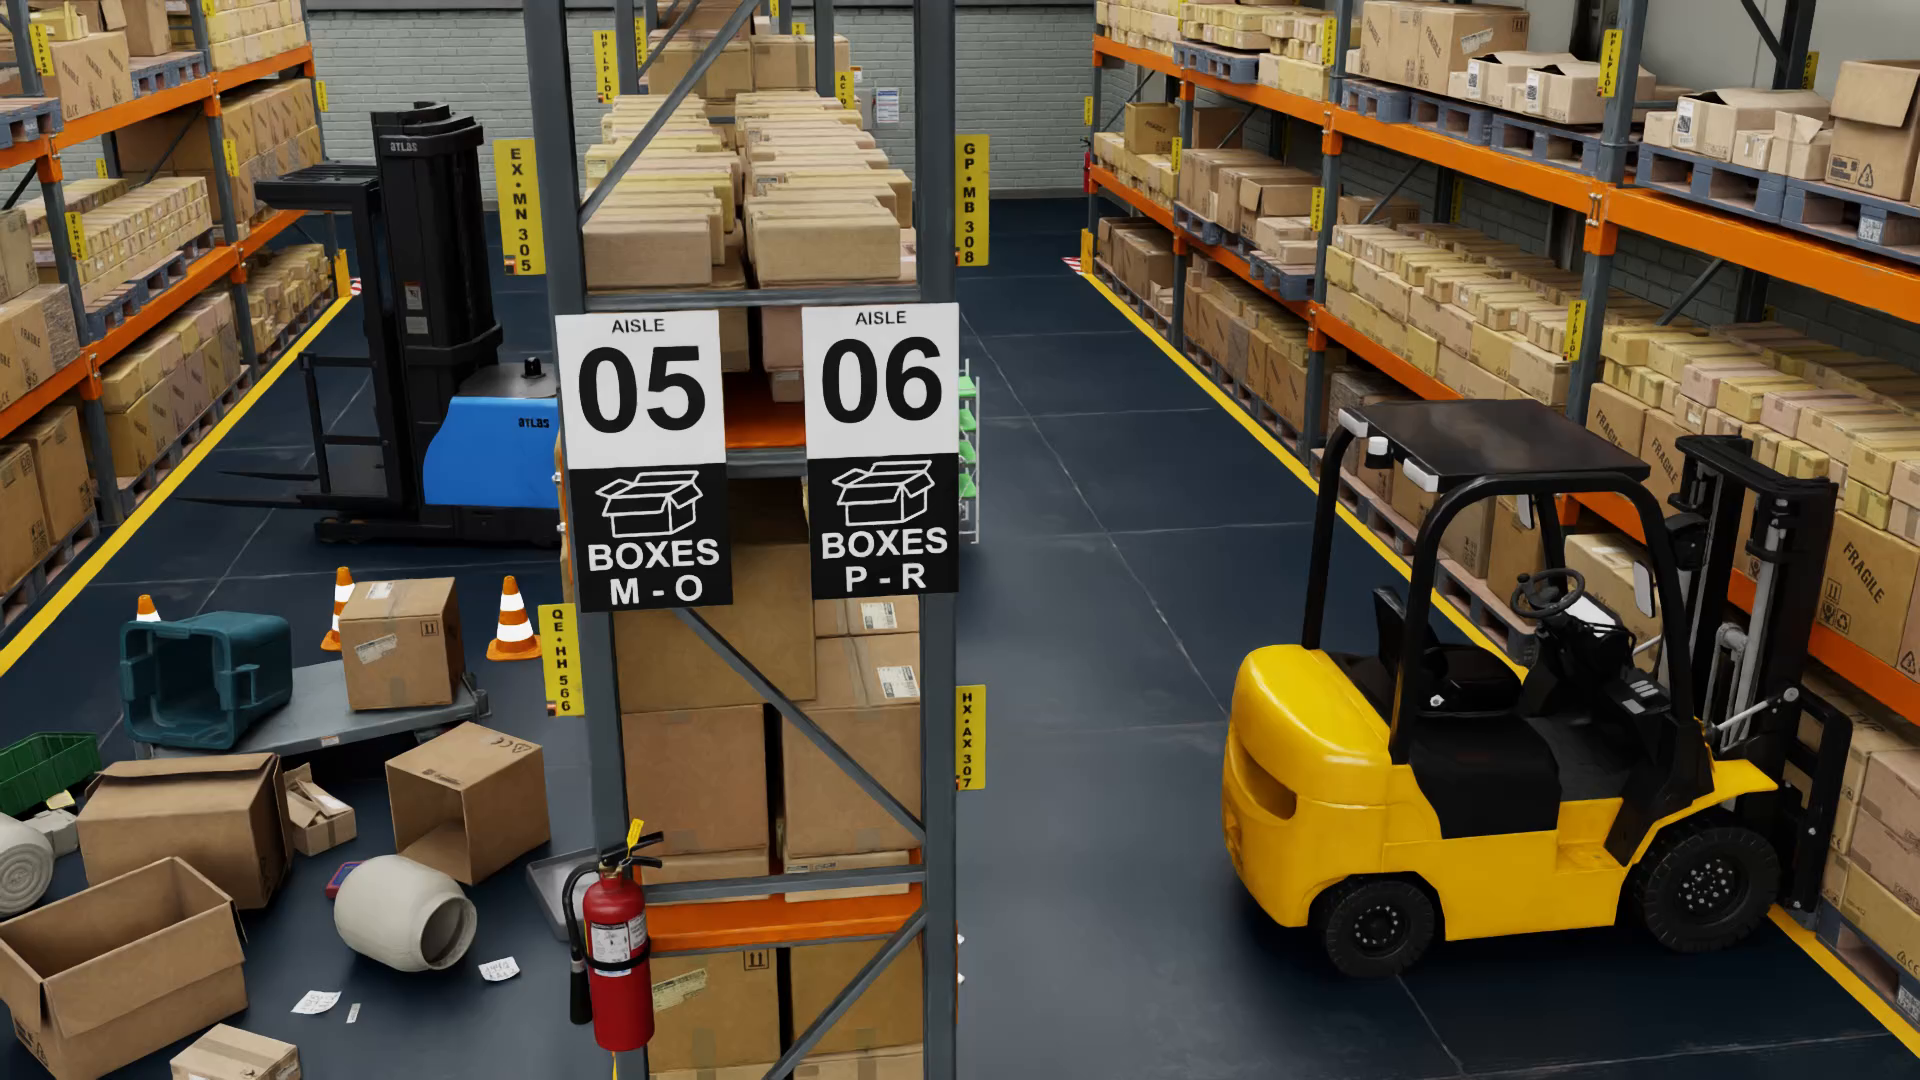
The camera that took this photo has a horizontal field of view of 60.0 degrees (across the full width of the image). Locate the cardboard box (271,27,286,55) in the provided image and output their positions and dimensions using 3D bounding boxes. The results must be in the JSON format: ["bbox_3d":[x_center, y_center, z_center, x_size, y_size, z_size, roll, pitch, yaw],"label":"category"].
[{"bbox_3d":[-7.238,-5.104,17.023,0.500,0.250,0.500,-2,21,-5],"label":"cardboard box"}]

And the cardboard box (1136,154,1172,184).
[{"bbox_3d":[2.206,-3.993,17.909,0.500,0.250,0.500,-3,21,-8],"label":"cardboard box"}]

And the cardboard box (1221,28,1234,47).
[{"bbox_3d":[2.494,-4.379,14.483,0.380,0.149,0.250,-2,21,-6],"label":"cardboard box"}]

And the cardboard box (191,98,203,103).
[{"bbox_3d":[-7.603,-4.038,16.243,0.500,0.500,0.500,-2,21,-6],"label":"cardboard box"}]

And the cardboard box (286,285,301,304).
[{"bbox_3d":[-7.096,-2.552,17.312,0.380,0.149,0.250,-3,21,-7],"label":"cardboard box"}]

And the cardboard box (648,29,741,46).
[{"bbox_3d":[-1.470,-2.704,9.283,0.500,0.250,0.500,-3,21,-7],"label":"cardboard box"}]

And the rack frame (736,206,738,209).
[{"bbox_3d":[-1.091,-0.392,8.479,1.000,3.000,0.127,-3,21,-8],"label":"rack frame"}]

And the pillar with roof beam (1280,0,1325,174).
[{"bbox_3d":[-0.802,-6.293,15.705,9.100,9.000,0.400,-3,21,-8],"label":"pillar with roof beam"}]

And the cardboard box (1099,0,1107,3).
[{"bbox_3d":[1.906,-6.341,19.194,0.500,0.250,0.500,-3,21,-8],"label":"cardboard box"}]

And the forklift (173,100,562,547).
[{"bbox_3d":[-4.092,-1.527,11.615,3.031,2.935,1.130,2,21,6],"label":"forklift"}]

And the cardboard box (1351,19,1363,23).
[{"bbox_3d":[3.333,-4.096,13.329,0.380,0.149,0.250,-2,21,-6],"label":"cardboard box"}]

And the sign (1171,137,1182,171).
[{"bbox_3d":[2.131,-3.789,16.337,0.100,0.325,0.005,-3,21,-8],"label":"sign"}]

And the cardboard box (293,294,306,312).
[{"bbox_3d":[-7.166,-2.506,17.614,0.380,0.149,0.250,-3,21,-7],"label":"cardboard box"}]

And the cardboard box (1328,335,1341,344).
[{"bbox_3d":[3.350,-1.730,14.106,0.380,0.149,0.250,-3,21,-7],"label":"cardboard box"}]

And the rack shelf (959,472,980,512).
[{"bbox_3d":[-0.024,-0.335,11.766,0.258,0.148,0.480,-3,21,-8],"label":"rack shelf"}]

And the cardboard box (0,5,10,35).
[{"bbox_3d":[-7.073,-3.874,12.278,0.396,0.266,0.258,-3,21,-8],"label":"cardboard box"}]

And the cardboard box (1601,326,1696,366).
[{"bbox_3d":[3.573,-1.009,8.634,0.380,0.149,0.250,-2,21,-7],"label":"cardboard box"}]

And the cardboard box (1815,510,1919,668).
[{"bbox_3d":[3.926,0.180,6.805,0.500,0.500,0.500,-3,21,-9],"label":"cardboard box"}]

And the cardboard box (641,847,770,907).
[{"bbox_3d":[-0.780,0.992,5.133,0.380,0.149,0.250,-2,21,-6],"label":"cardboard box"}]

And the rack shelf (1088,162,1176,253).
[{"bbox_3d":[2.379,-3.769,18.549,1.077,0.370,4.000,-3,21,-8],"label":"rack shelf"}]

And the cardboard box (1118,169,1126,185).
[{"bbox_3d":[2.003,-4.105,18.778,0.380,0.149,0.250,-4,21,-9],"label":"cardboard box"}]

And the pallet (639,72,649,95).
[{"bbox_3d":[-1.813,-3.314,12.285,1.213,0.211,1.003,-2,21,-5],"label":"pallet"}]

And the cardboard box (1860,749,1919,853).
[{"bbox_3d":[3.942,1.044,6.535,0.500,0.250,0.500,-3,21,-7],"label":"cardboard box"}]

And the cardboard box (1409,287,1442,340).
[{"bbox_3d":[3.293,-1.496,10.933,0.500,0.250,0.500,-3,21,-7],"label":"cardboard box"}]

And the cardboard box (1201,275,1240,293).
[{"bbox_3d":[2.572,-2.514,16.205,0.380,0.149,0.250,-3,21,-9],"label":"cardboard box"}]

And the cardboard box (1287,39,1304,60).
[{"bbox_3d":[2.845,-3.928,13.303,0.380,0.149,0.250,-3,21,-8],"label":"cardboard box"}]

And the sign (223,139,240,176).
[{"bbox_3d":[-6.579,-3.449,15.009,0.100,0.325,0.005,-3,21,-8],"label":"sign"}]

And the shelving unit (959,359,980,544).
[{"bbox_3d":[-0.024,-0.619,11.660,0.258,1.200,0.503,-3,21,-8],"label":"shelving unit"}]

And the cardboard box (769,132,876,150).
[{"bbox_3d":[-0.511,-1.423,6.170,0.380,0.149,0.250,-3,21,-7],"label":"cardboard box"}]

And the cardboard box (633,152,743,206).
[{"bbox_3d":[-0.935,-1.217,5.619,0.380,0.149,0.250,-4,21,-9],"label":"cardboard box"}]

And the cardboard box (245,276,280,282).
[{"bbox_3d":[-7.176,-2.602,17.020,0.380,0.149,0.250,-4,21,-10],"label":"cardboard box"}]

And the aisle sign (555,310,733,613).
[{"bbox_3d":[-0.793,-0.189,4.220,0.394,0.787,0.004,-3,21,-8],"label":"aisle sign"}]

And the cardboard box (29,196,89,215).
[{"bbox_3d":[-7.375,-2.715,13.608,0.380,0.149,0.250,-3,21,-8],"label":"cardboard box"}]

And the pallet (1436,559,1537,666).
[{"bbox_3d":[3.675,0.409,10.318,1.003,0.211,1.213,-3,21,-8],"label":"pallet"}]

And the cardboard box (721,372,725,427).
[{"bbox_3d":[-0.843,-0.404,4.583,0.380,0.149,0.250,-3,21,-8],"label":"cardboard box"}]

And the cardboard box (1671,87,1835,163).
[{"bbox_3d":[3.699,-1.951,7.749,0.500,0.311,0.500,-2,21,-7],"label":"cardboard box"}]

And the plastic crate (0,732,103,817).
[{"bbox_3d":[-4.653,1.177,8.215,0.450,0.188,0.662,-2,18,24],"label":"plastic crate"}]

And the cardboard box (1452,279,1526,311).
[{"bbox_3d":[3.338,-1.543,10.489,0.380,0.149,0.250,-3,21,-7],"label":"cardboard box"}]

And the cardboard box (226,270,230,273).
[{"bbox_3d":[-7.756,-2.749,17.413,0.380,0.149,0.250,-3,21,-7],"label":"cardboard box"}]

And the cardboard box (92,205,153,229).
[{"bbox_3d":[-6.650,-2.562,13.196,0.380,0.149,0.250,-3,21,-9],"label":"cardboard box"}]

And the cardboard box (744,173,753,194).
[{"bbox_3d":[-0.540,-1.200,6.144,0.500,0.250,0.500,-2,21,-7],"label":"cardboard box"}]

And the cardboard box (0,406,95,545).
[{"bbox_3d":[-6.553,-0.420,11.169,1.050,0.750,0.750,-3,21,-8],"label":"cardboard box"}]

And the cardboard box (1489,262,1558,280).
[{"bbox_3d":[3.731,-1.746,11.035,0.380,0.149,0.250,-2,21,-6],"label":"cardboard box"}]

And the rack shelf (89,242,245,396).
[{"bbox_3d":[-6.840,-1.848,13.405,1.077,0.370,4.000,-3,21,-8],"label":"rack shelf"}]

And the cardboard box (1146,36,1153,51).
[{"bbox_3d":[2.178,-5.255,17.572,0.380,0.149,0.250,-3,21,-7],"label":"cardboard box"}]

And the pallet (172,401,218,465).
[{"bbox_3d":[-6.835,-0.878,13.766,1.003,0.211,1.213,-3,21,-8],"label":"pallet"}]

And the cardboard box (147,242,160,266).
[{"bbox_3d":[-6.646,-2.286,13.308,0.380,0.149,0.250,-4,21,-10],"label":"cardboard box"}]

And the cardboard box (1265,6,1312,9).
[{"bbox_3d":[2.958,-4.721,14.974,0.380,0.149,0.250,-2,21,-6],"label":"cardboard box"}]

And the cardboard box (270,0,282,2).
[{"bbox_3d":[-7.244,-5.653,17.207,0.380,0.149,0.250,-3,21,-7],"label":"cardboard box"}]

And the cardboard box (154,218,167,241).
[{"bbox_3d":[-6.682,-2.512,13.488,0.380,0.149,0.250,-3,21,-8],"label":"cardboard box"}]

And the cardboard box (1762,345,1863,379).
[{"bbox_3d":[4.212,-0.859,8.233,0.380,0.149,0.250,-3,21,-8],"label":"cardboard box"}]

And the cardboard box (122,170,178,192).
[{"bbox_3d":[-7.477,-3.217,15.474,0.500,0.500,0.500,-3,21,-8],"label":"cardboard box"}]

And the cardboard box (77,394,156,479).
[{"bbox_3d":[-6.401,-0.776,12.479,0.500,0.500,0.500,-4,21,-10],"label":"cardboard box"}]

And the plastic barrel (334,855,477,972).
[{"bbox_3d":[-2.310,1.561,6.932,0.512,0.421,0.421,12,24,30],"label":"plastic barrel"}]

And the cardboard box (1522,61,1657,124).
[{"bbox_3d":[3.475,-2.489,9.191,0.500,0.311,0.500,-4,21,-9],"label":"cardboard box"}]
